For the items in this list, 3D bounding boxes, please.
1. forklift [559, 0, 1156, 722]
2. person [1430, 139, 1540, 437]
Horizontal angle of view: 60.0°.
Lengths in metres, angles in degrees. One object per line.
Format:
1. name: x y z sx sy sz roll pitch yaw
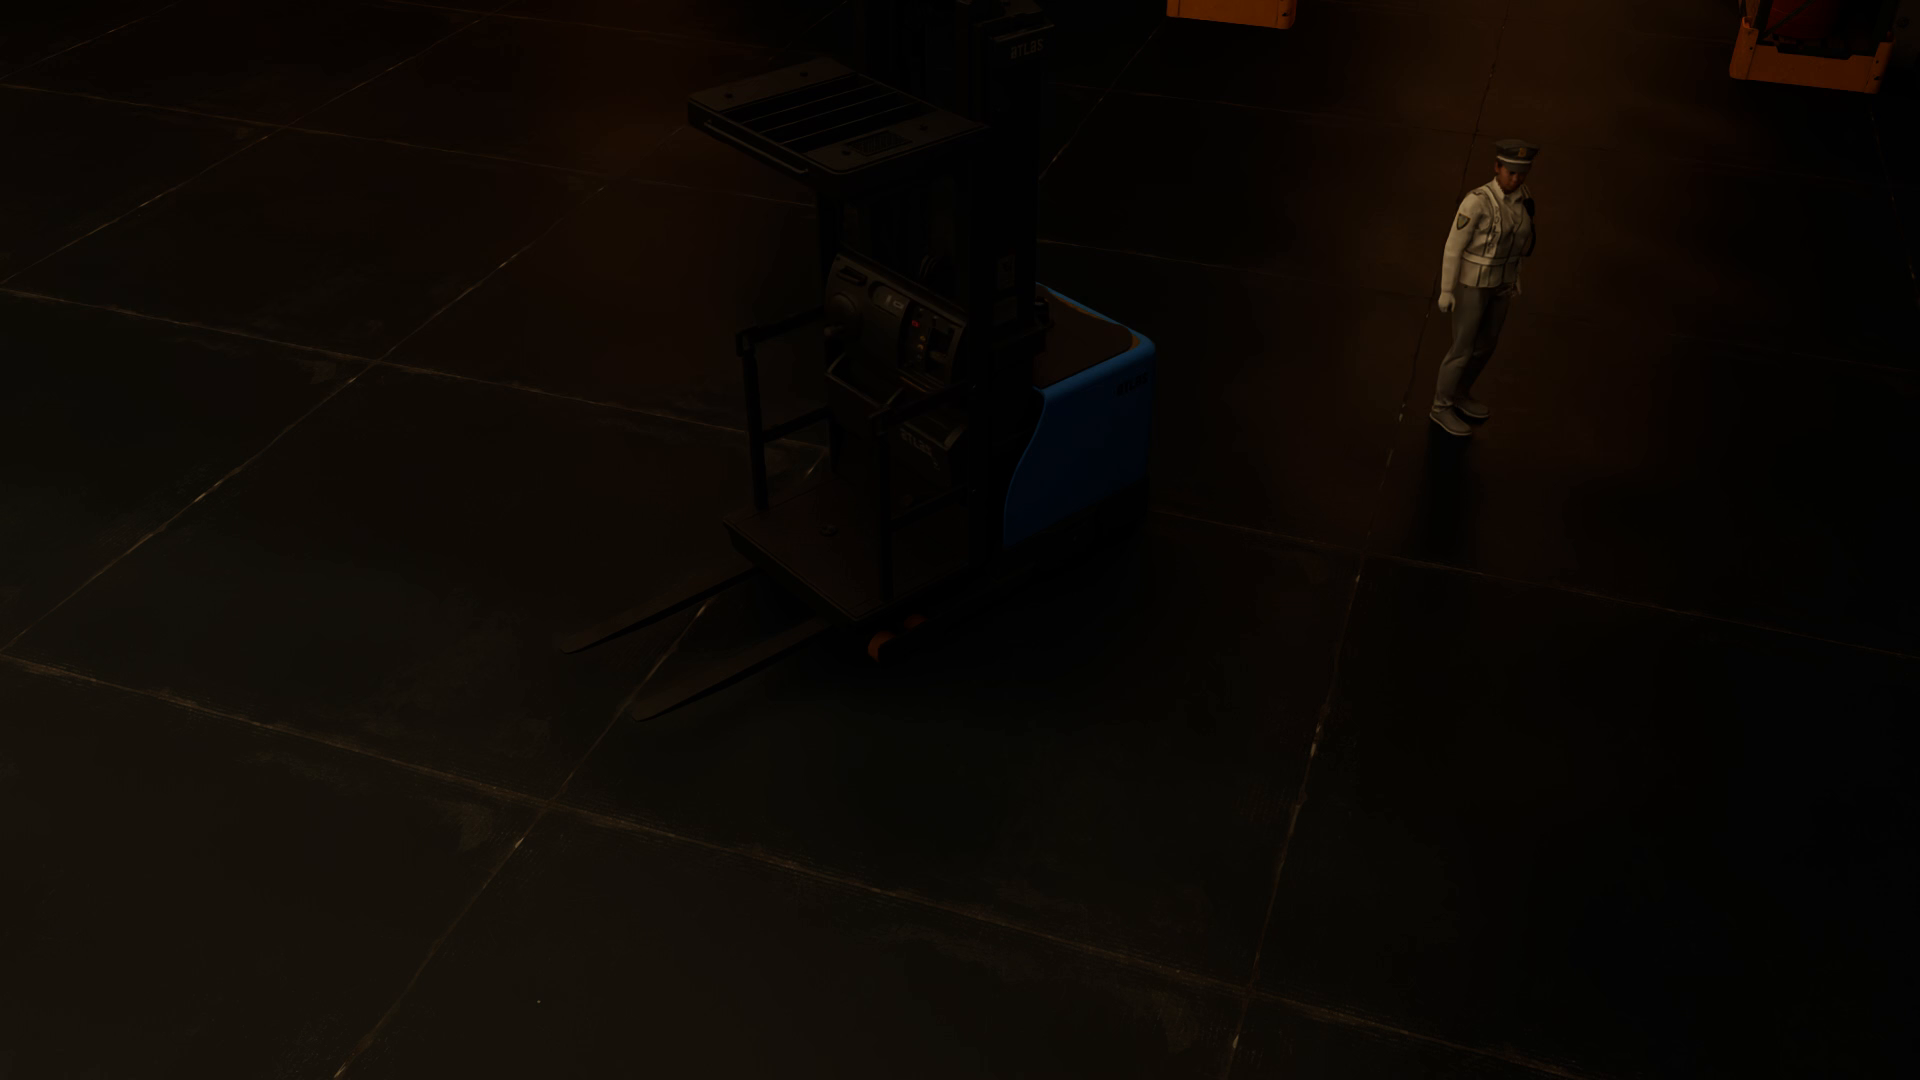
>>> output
1. forklift: -0.462 -0.950 7.450 3.031 2.935 1.130 -27 43 -32
2. person: 2.907 -1.397 9.171 0.596 1.677 0.381 -21 40 -26
